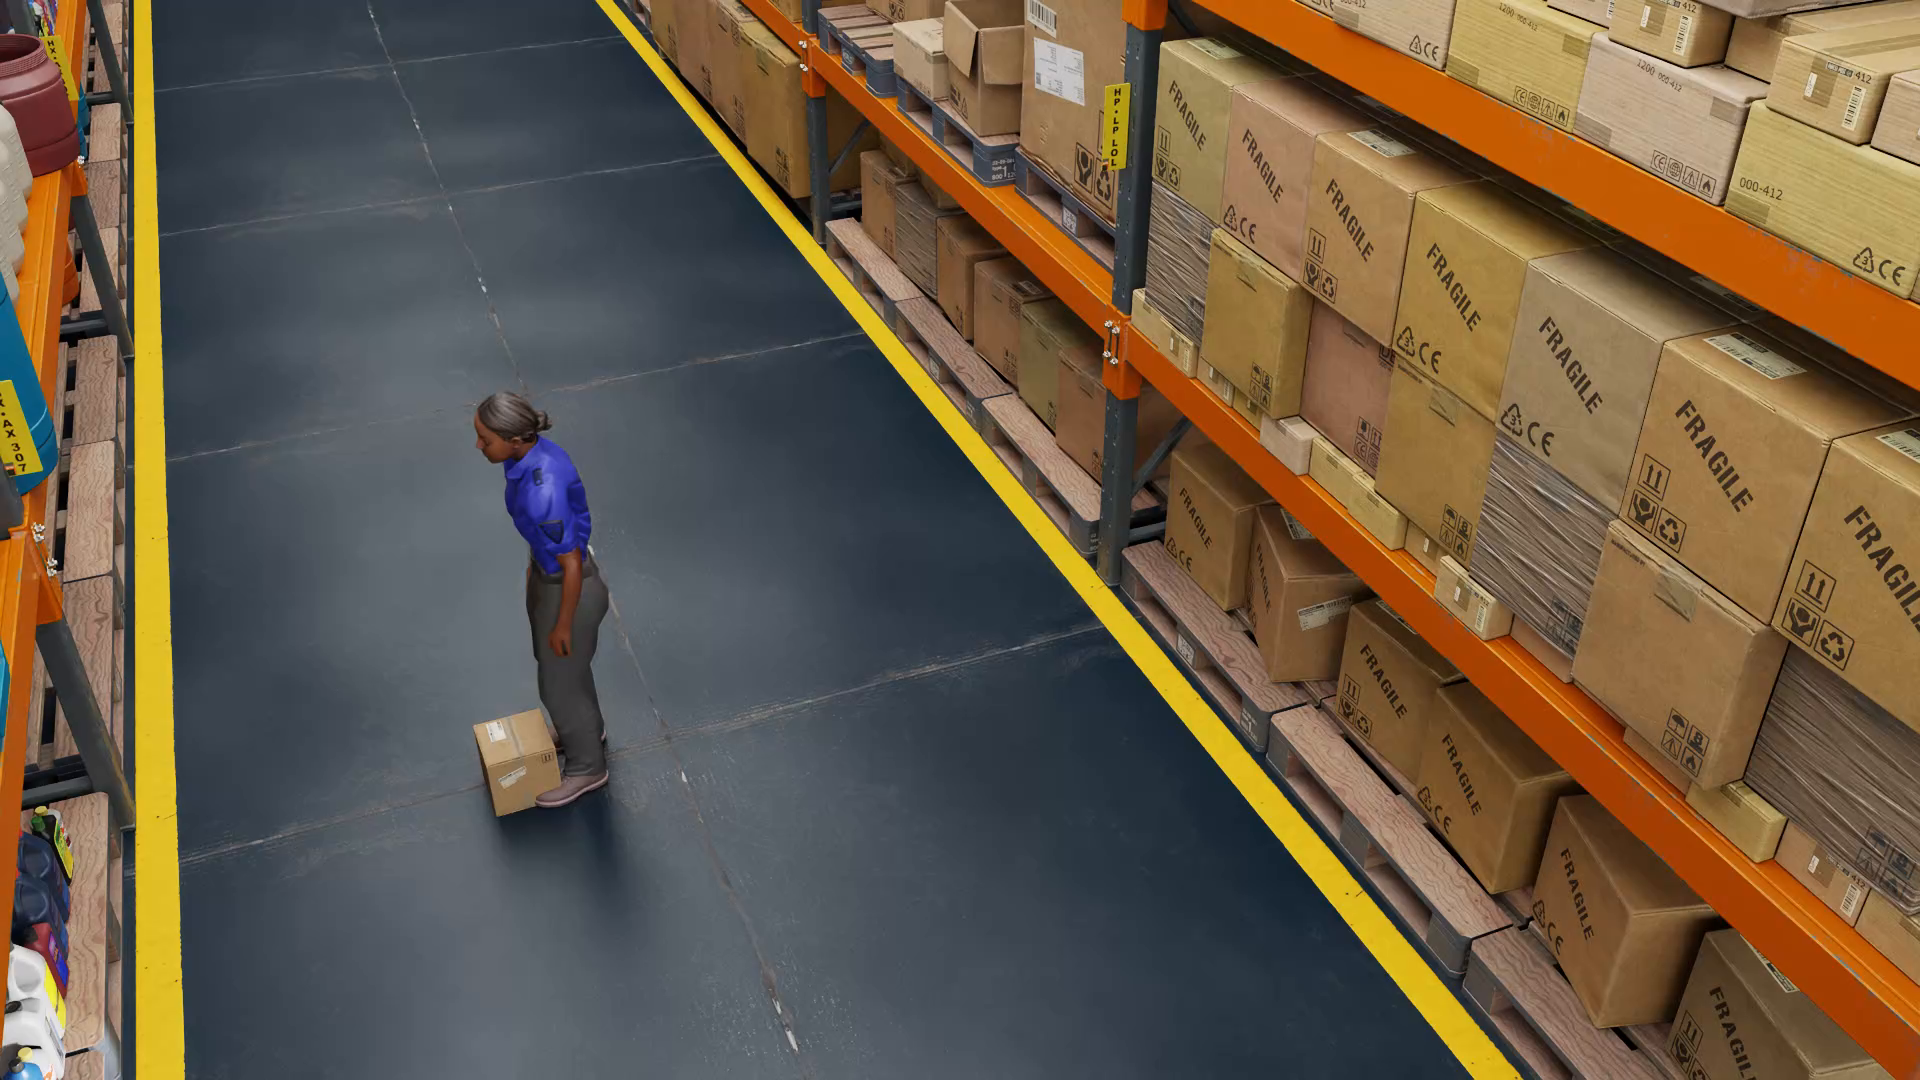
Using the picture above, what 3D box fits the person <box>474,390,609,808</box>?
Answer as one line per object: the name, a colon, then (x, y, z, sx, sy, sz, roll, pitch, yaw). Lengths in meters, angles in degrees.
person: (-1.450, 0.190, 5.861, 0.392, 1.654, 0.511, -13, 36, -19)
